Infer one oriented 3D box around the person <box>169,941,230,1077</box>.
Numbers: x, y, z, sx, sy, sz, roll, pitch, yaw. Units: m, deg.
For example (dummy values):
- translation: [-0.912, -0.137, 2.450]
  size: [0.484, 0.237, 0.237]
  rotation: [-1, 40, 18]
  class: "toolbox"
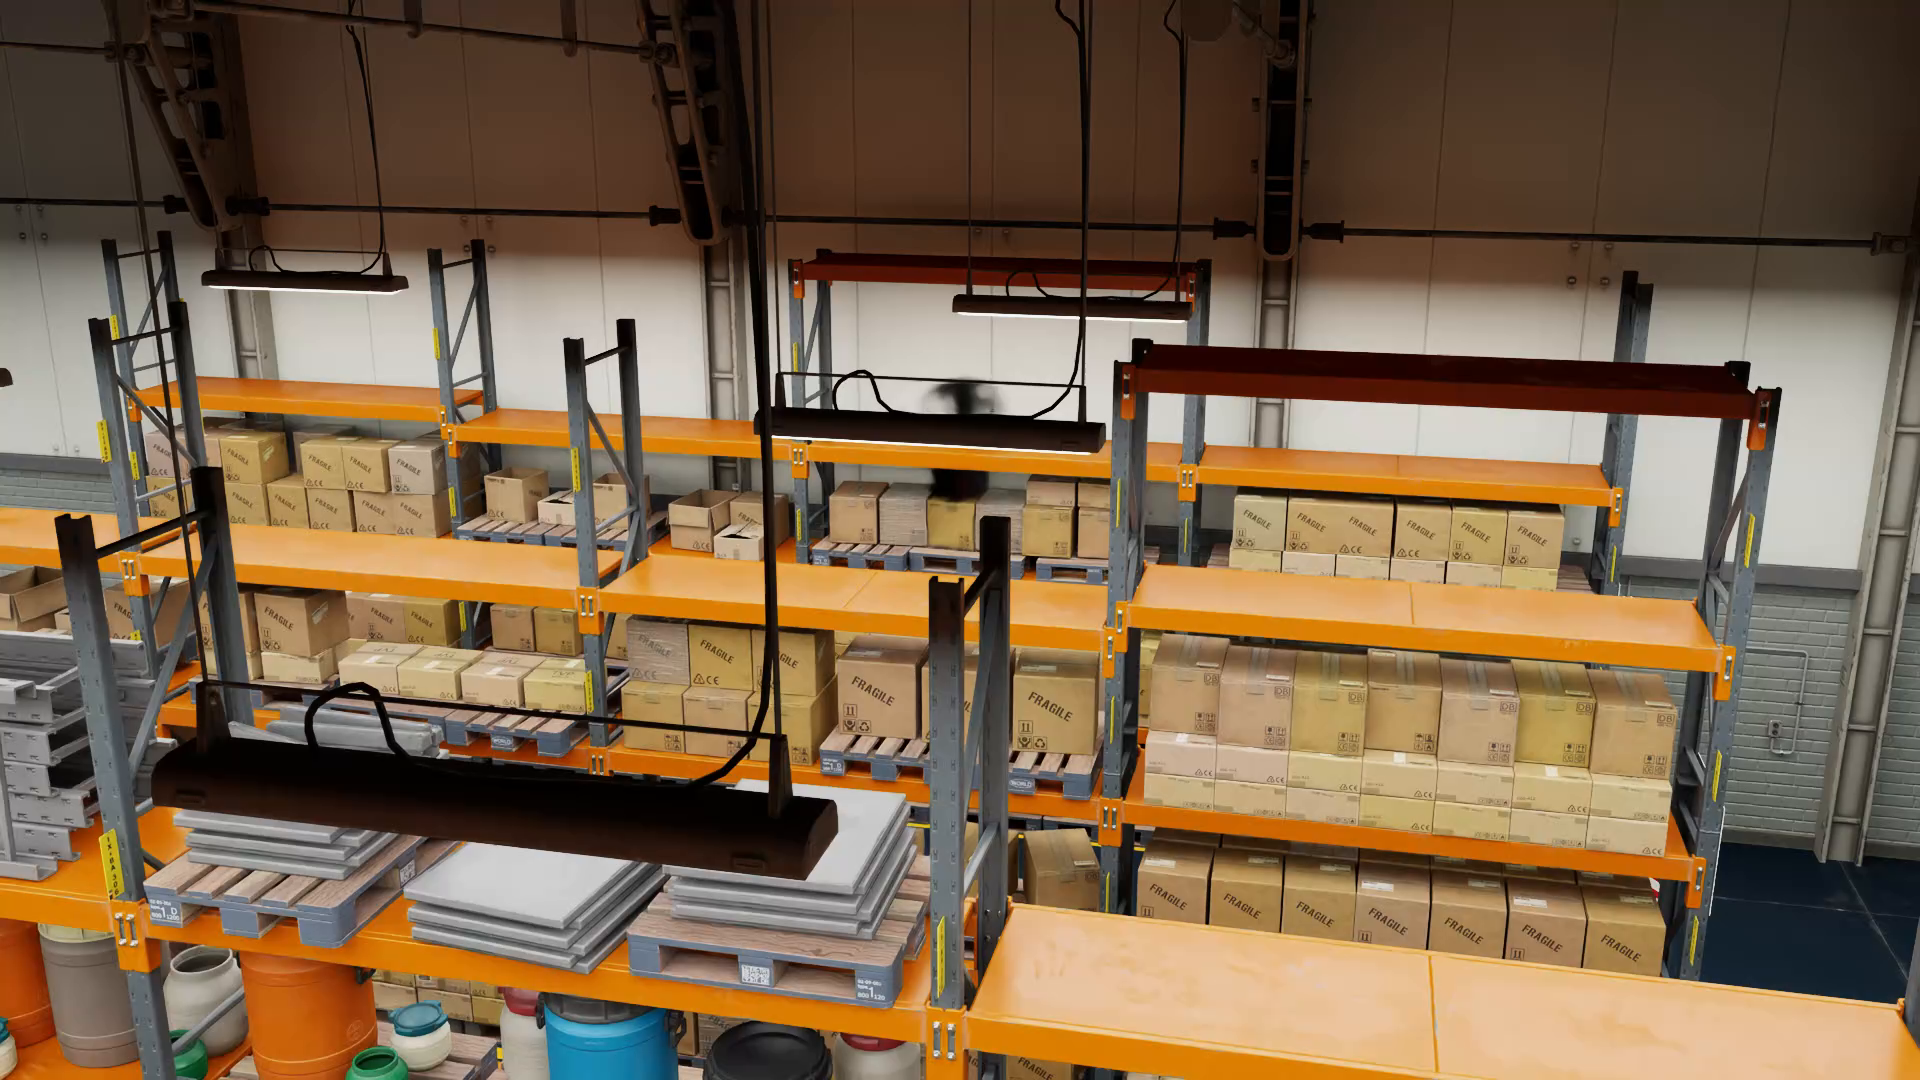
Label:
- translation: [-6.106, 3.561, 13.019]
  size: [0.901, 1.746, 0.751]
  rotation: [5, 17, 17]
  class: "person"
